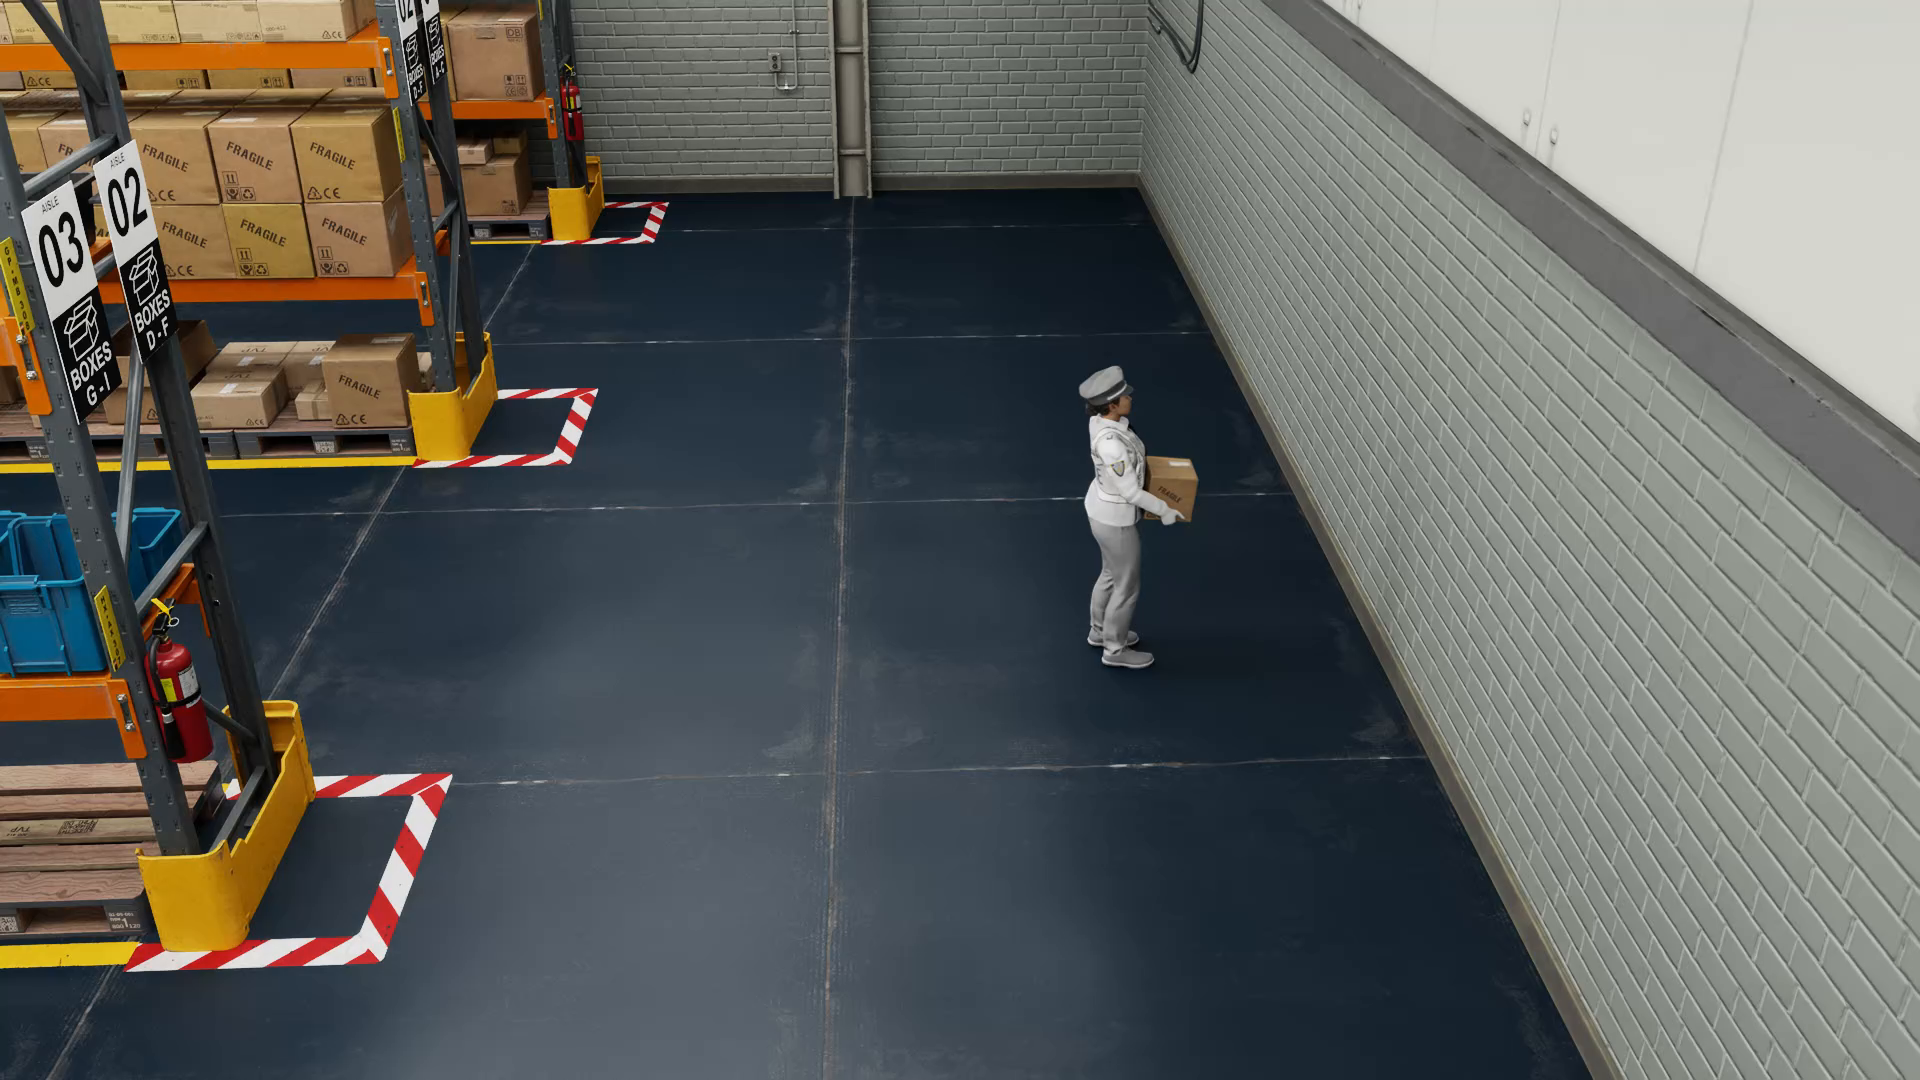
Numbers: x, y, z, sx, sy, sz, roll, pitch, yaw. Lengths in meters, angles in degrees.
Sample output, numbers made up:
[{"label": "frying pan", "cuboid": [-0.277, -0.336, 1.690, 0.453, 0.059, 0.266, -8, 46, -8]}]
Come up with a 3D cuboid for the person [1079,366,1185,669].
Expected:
[{"label": "person", "cuboid": [0.888, -0.121, 8.821, 0.555, 1.687, 0.461, -1, 28, -3]}]
